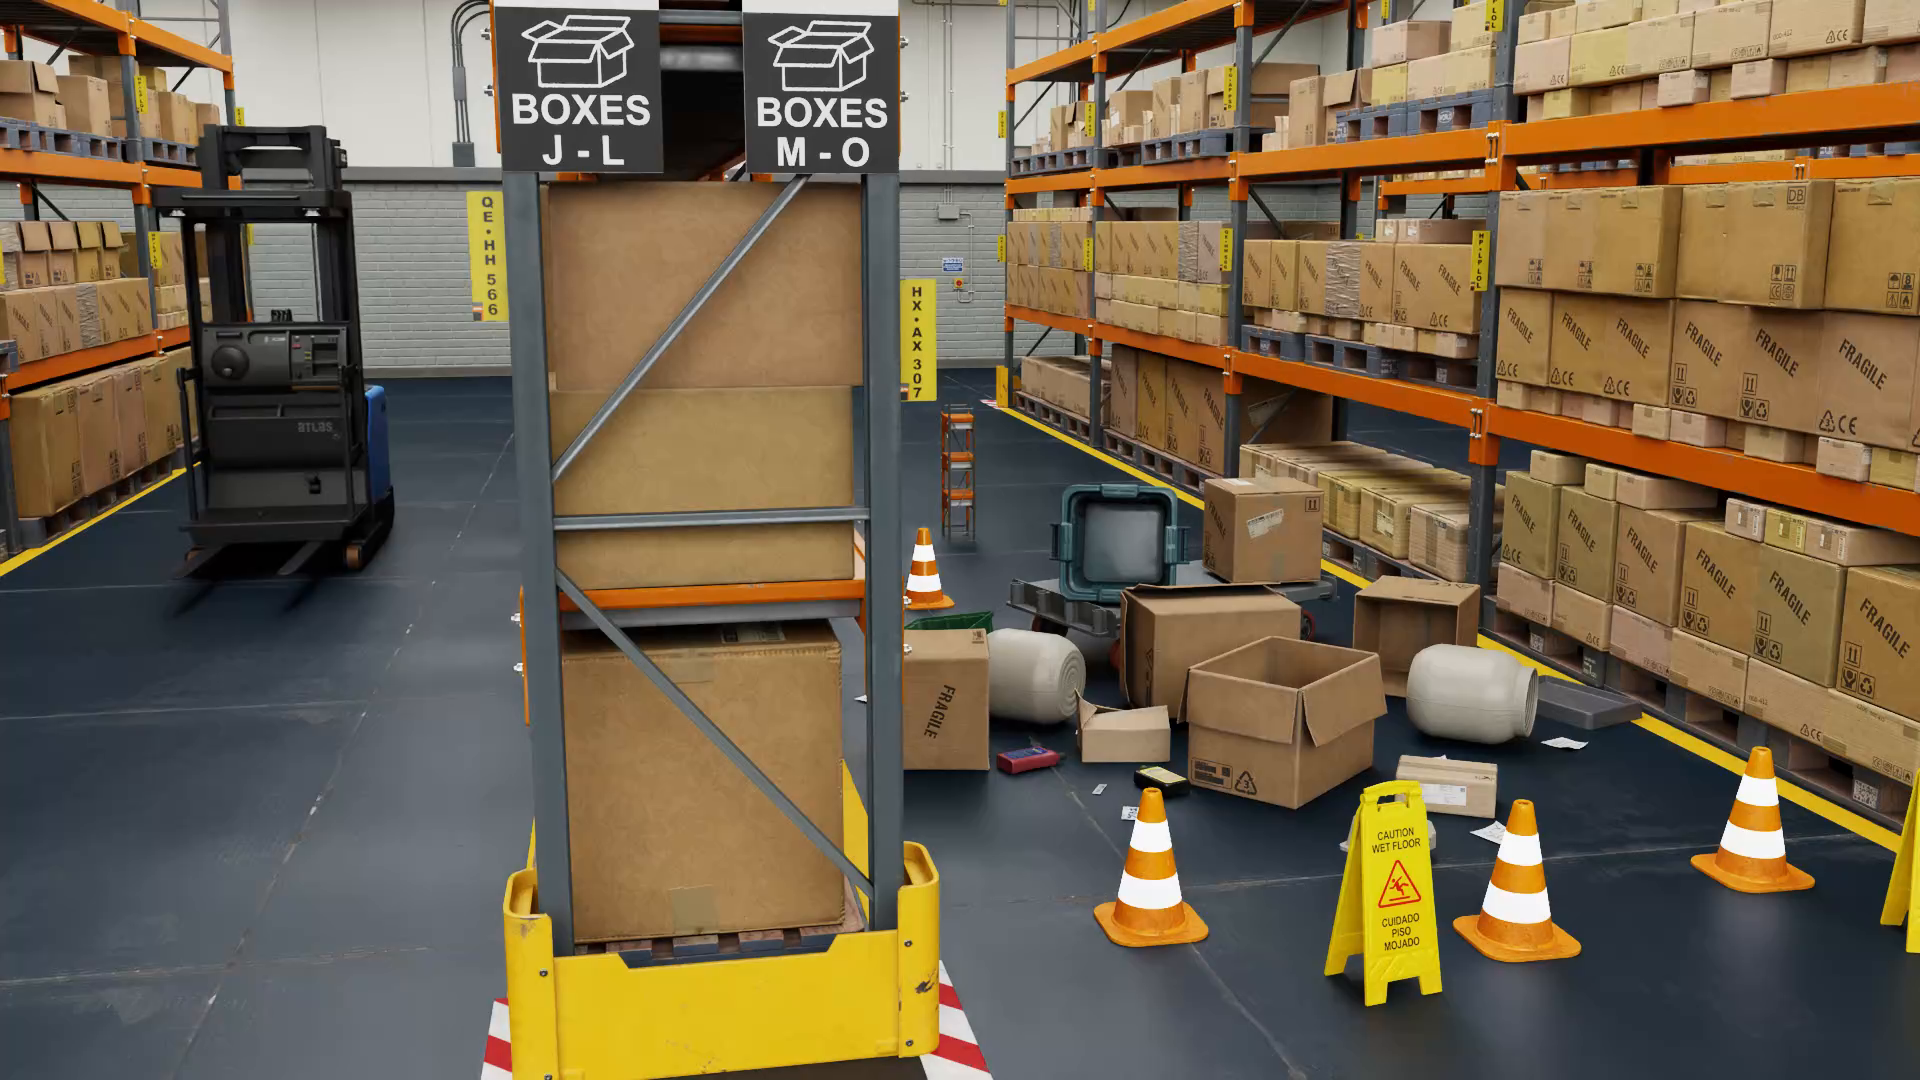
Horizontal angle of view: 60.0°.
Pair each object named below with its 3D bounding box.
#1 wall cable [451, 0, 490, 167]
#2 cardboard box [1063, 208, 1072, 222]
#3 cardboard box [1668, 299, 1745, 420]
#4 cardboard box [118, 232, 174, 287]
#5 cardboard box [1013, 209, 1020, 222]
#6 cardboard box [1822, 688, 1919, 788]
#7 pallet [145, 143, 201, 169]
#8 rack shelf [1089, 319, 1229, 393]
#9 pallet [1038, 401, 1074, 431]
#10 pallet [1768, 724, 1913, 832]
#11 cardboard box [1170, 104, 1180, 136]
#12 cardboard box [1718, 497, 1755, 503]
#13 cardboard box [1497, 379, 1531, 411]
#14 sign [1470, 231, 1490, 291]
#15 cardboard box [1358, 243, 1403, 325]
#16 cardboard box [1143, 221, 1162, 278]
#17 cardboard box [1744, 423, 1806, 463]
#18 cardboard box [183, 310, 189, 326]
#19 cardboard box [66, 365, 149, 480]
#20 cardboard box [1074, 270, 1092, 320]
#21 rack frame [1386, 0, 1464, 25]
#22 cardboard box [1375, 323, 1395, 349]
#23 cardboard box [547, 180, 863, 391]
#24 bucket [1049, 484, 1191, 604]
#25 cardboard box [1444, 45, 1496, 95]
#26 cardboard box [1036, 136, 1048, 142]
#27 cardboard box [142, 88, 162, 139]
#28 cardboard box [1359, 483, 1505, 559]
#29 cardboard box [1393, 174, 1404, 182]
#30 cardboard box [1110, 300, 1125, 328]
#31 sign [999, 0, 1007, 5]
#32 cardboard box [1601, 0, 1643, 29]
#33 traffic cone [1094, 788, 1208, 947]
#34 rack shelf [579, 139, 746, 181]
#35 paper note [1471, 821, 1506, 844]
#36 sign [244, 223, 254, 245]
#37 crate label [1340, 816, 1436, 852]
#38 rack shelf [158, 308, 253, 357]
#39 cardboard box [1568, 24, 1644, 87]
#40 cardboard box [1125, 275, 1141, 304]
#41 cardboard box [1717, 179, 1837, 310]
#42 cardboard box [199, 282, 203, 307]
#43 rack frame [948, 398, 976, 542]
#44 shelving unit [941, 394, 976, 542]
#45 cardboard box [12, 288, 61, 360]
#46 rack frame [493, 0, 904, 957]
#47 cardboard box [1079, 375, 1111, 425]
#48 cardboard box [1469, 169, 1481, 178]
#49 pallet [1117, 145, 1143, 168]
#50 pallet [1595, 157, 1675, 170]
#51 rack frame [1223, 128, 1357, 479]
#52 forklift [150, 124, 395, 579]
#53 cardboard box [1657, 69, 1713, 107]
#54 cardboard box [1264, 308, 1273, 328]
[{"bbox_3d":[-6.375,-8.515,24.262,2.277,5.999,0.120,-2,11,-11],"label":"wall cable"},{"bbox_3d":[1.336,-3.544,18.120,0.380,0.149,0.250,-2,11,-11],"label":"cardboard box"},{"bbox_3d":[3.534,-0.813,7.383,0.500,0.500,0.500,-2,11,-10],"label":"cardboard box"},{"bbox_3d":[-7.720,-2.629,15.588,0.500,0.500,0.500,-2,11,-11],"label":"cardboard box"},{"bbox_3d":[0.862,-3.969,20.351,0.380,0.149,0.250,-2,11,-10],"label":"cardboard box"},{"bbox_3d":[3.751,0.751,6.461,0.500,0.250,0.500,-2,11,-11],"label":"cardboard box"},{"bbox_3d":[-8.261,-3.895,16.853,1.003,0.211,1.213,-2,11,-11],"label":"pallet"},{"bbox_3d":[2.232,-1.732,15.195,1.077,0.370,4.000,-2,11,-11],"label":"rack shelf"},{"bbox_3d":[1.531,-1.448,19.242,1.003,0.211,1.213,-2,11,-11],"label":"pallet"},{"bbox_3d":[4.039,0.955,6.616,1.003,0.211,1.213,-2,11,-11],"label":"pallet"},{"bbox_3d":[2.010,-3.572,14.154,0.396,0.266,0.258,-2,11,-12],"label":"cardboard box"},{"bbox_3d":[3.978,0.077,7.994,0.500,0.500,0.500,-2,11,-8],"label":"cardboard box"},{"bbox_3d":[3.146,-0.792,9.005,0.380,0.149,0.250,-2,11,-11],"label":"cardboard box"},{"bbox_3d":[2.855,-1.532,9.129,0.100,0.325,0.005,-2,11,-11],"label":"sign"},{"bbox_3d":[2.892,-1.648,10.647,0.500,0.500,0.500,-2,11,-9],"label":"cardboard box"},{"bbox_3d":[1.975,-2.622,15.008,0.500,0.500,0.500,-2,11,-12],"label":"cardboard box"},{"bbox_3d":[3.577,-0.420,7.054,0.380,0.149,0.250,-2,11,-12],"label":"cardboard box"},{"bbox_3d":[-7.765,-2.179,16.294,0.380,0.149,0.250,-2,11,-13],"label":"cardboard box"},{"bbox_3d":[-7.559,-0.973,13.848,1.225,0.875,0.875,-3,11,-13],"label":"cardboard box"},{"bbox_3d":[1.502,-2.577,17.444,0.500,0.500,0.500,-2,11,-10],"label":"cardboard box"},{"bbox_3d":[5.933,-6.314,21.301,1.000,3.000,0.127,-2,11,-11],"label":"rack frame"},{"bbox_3d":[2.856,-1.293,10.518,0.380,0.149,0.250,-2,11,-11],"label":"cardboard box"},{"bbox_3d":[-0.693,-0.726,4.699,0.875,0.550,0.550,-2,11,-11],"label":"cardboard box"},{"bbox_3d":[0.851,0.017,8.777,0.726,0.611,0.620,2,1,9],"label":"bucket"},{"bbox_3d":[3.143,-2.692,9.576,0.500,0.250,0.500,-2,11,-12],"label":"cardboard box"},{"bbox_3d":[1.241,-4.761,20.178,0.500,0.250,0.500,-3,11,-16],"label":"cardboard box"},{"bbox_3d":[-8.189,-4.110,16.085,0.700,0.500,0.500,-2,11,-8],"label":"cardboard box"},{"bbox_3d":[3.151,-0.128,10.750,0.950,0.372,0.625,-1,11,-7],"label":"cardboard box"},{"bbox_3d":[5.767,-4.650,21.253,0.380,0.149,0.250,-2,11,-10],"label":"cardboard box"},{"bbox_3d":[1.772,-2.193,16.097,0.500,0.250,0.500,-2,11,-12],"label":"cardboard box"},{"bbox_3d":[0.519,-6.650,20.147,0.100,0.325,0.005,-2,11,-11],"label":"sign"},{"bbox_3d":[3.287,-2.512,7.890,0.380,0.149,0.250,-2,11,-11],"label":"cardboard box"},{"bbox_3d":[0.631,1.045,5.469,0.336,0.463,0.334,-2,11,-11],"label":"traffic cone"},{"bbox_3d":[-1.826,-2.273,10.017,1.077,0.370,4.000,-2,11,-11],"label":"rack shelf"},{"bbox_3d":[2.041,1.107,6.300,0.148,0.019,0.142,-6,13,-31],"label":"paper note"},{"bbox_3d":[-8.121,-3.527,18.976,0.100,0.325,0.005,-2,11,-11],"label":"sign"},{"bbox_3d":[1.591,1.084,6.134,0.250,0.136,0.298,-9,14,-40],"label":"crate label"},{"bbox_3d":[-8.267,-2.105,17.156,1.077,0.370,4.000,-2,11,-11],"label":"rack shelf"},{"bbox_3d":[3.325,-2.346,8.081,0.500,0.250,0.500,-2,11,-11],"label":"cardboard box"},{"bbox_3d":[1.853,-2.345,15.556,0.500,0.250,0.500,-2,11,-10],"label":"cardboard box"},{"bbox_3d":[3.572,-1.206,6.773,0.700,0.500,0.500,-2,11,-12],"label":"cardboard box"},{"bbox_3d":[-7.910,-2.446,16.629,0.500,0.250,0.500,-2,11,-10],"label":"cardboard box"},{"bbox_3d":[0.013,-0.503,12.032,0.200,1.050,0.008,-2,11,-11],"label":"rack frame"},{"bbox_3d":[-0.010,-0.526,12.150,0.215,1.050,0.252,-2,11,-11],"label":"shelving unit"},{"bbox_3d":[-7.030,-1.600,12.315,0.500,0.500,0.500,-2,11,-13],"label":"cardboard box"},{"bbox_3d":[-0.659,-0.052,4.449,1.000,3.000,0.127,-2,11,-11],"label":"rack frame"},{"bbox_3d":[1.826,-1.518,17.881,0.875,0.438,0.875,-2,11,-12],"label":"cardboard box"},{"bbox_3d":[6.142,-4.274,19.280,0.380,0.149,0.250,-2,11,-10],"label":"cardboard box"},{"bbox_3d":[2.070,-3.665,15.919,0.805,0.209,1.217,-3,11,-13],"label":"pallet"},{"bbox_3d":[6.974,-3.702,16.104,1.213,0.211,1.003,-2,11,-11],"label":"pallet"},{"bbox_3d":[2.621,-1.718,13.201,1.000,3.000,0.127,-2,11,-11],"label":"rack frame"},{"bbox_3d":[-4.613,-1.284,11.104,1.130,2.935,3.031,-2,11,-10],"label":"forklift"},{"bbox_3d":[3.384,-2.029,7.483,0.380,0.149,0.250,-2,11,-12],"label":"cardboard box"},{"bbox_3d":[2.524,-1.682,12.558,0.380,0.149,0.250,-3,11,-15],"label":"cardboard box"}]
